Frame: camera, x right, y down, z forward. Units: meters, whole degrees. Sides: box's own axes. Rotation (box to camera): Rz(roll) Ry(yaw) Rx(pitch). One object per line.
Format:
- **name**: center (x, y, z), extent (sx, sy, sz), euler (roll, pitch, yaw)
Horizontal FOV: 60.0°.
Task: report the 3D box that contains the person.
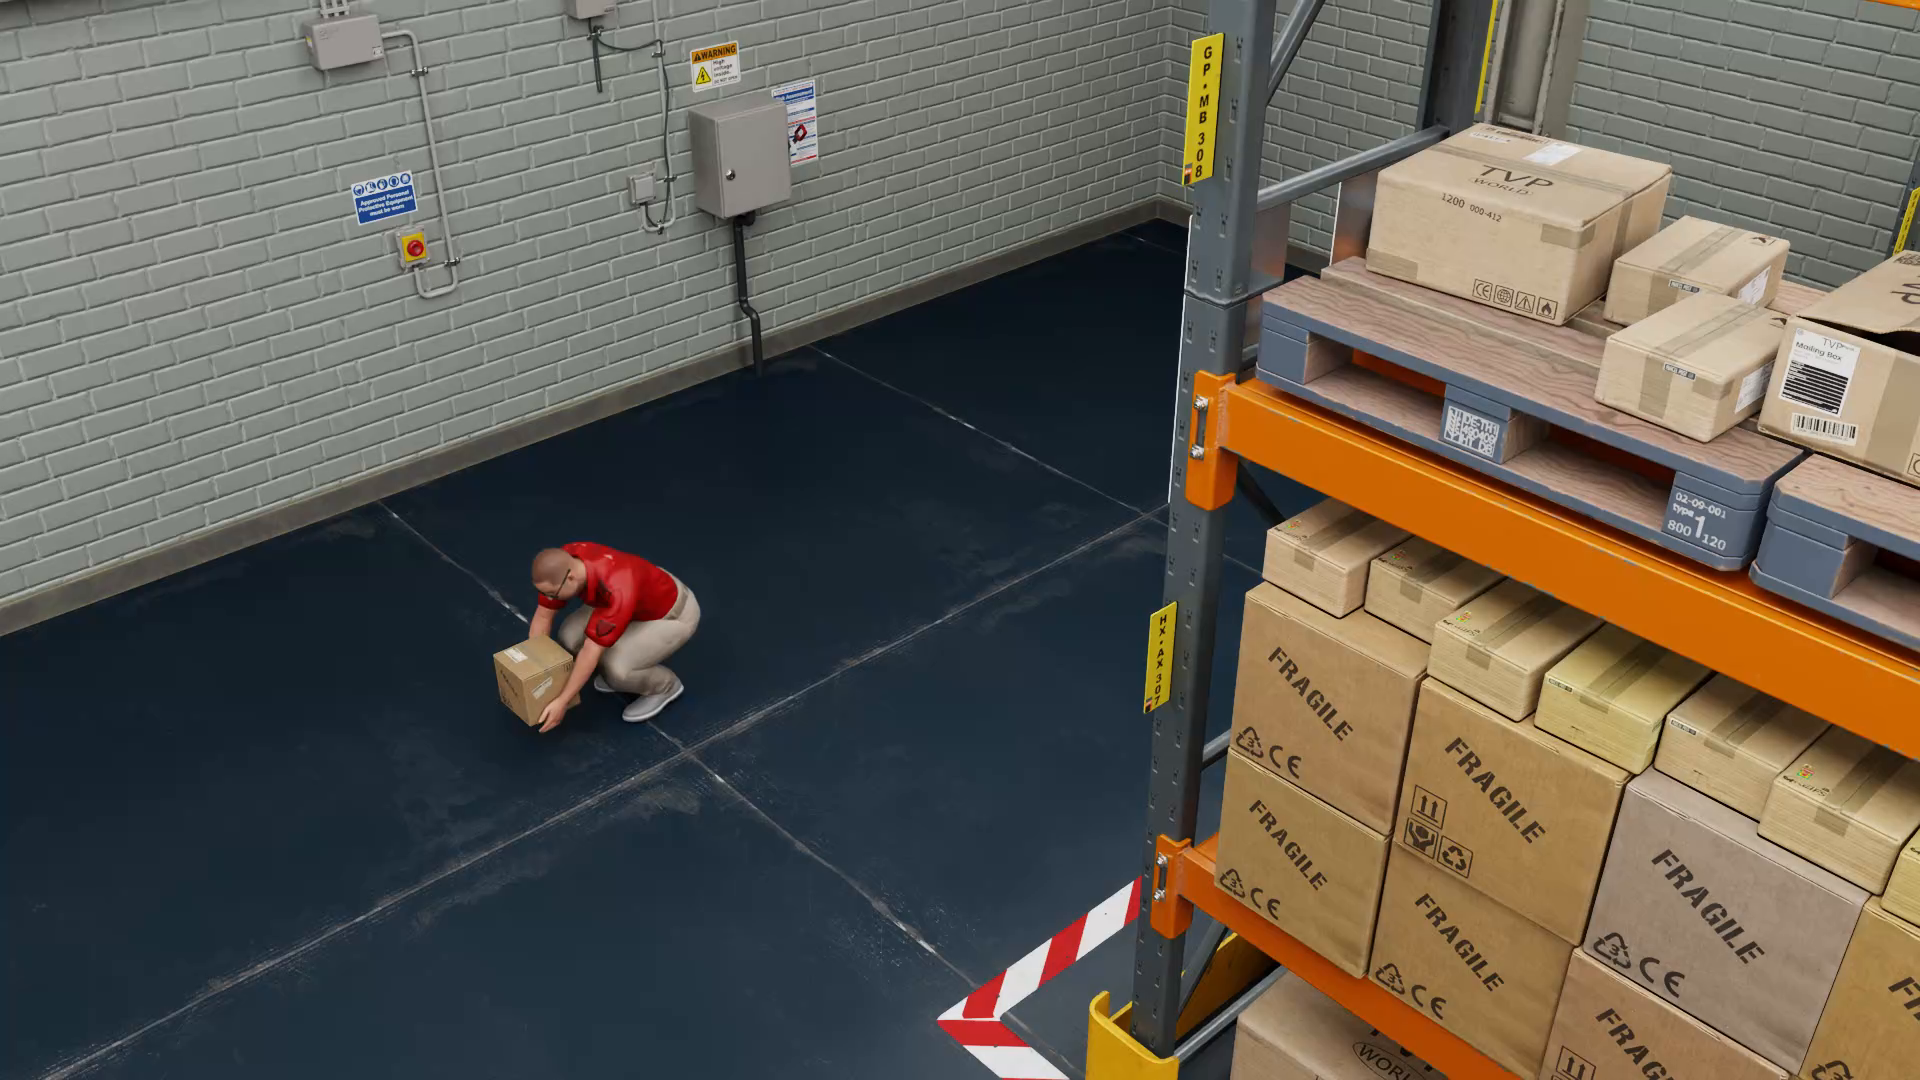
- **person**: center (-1.586, 0.366, 7.306), extent (0.839, 0.958, 0.542), euler (-26, 40, -36)
